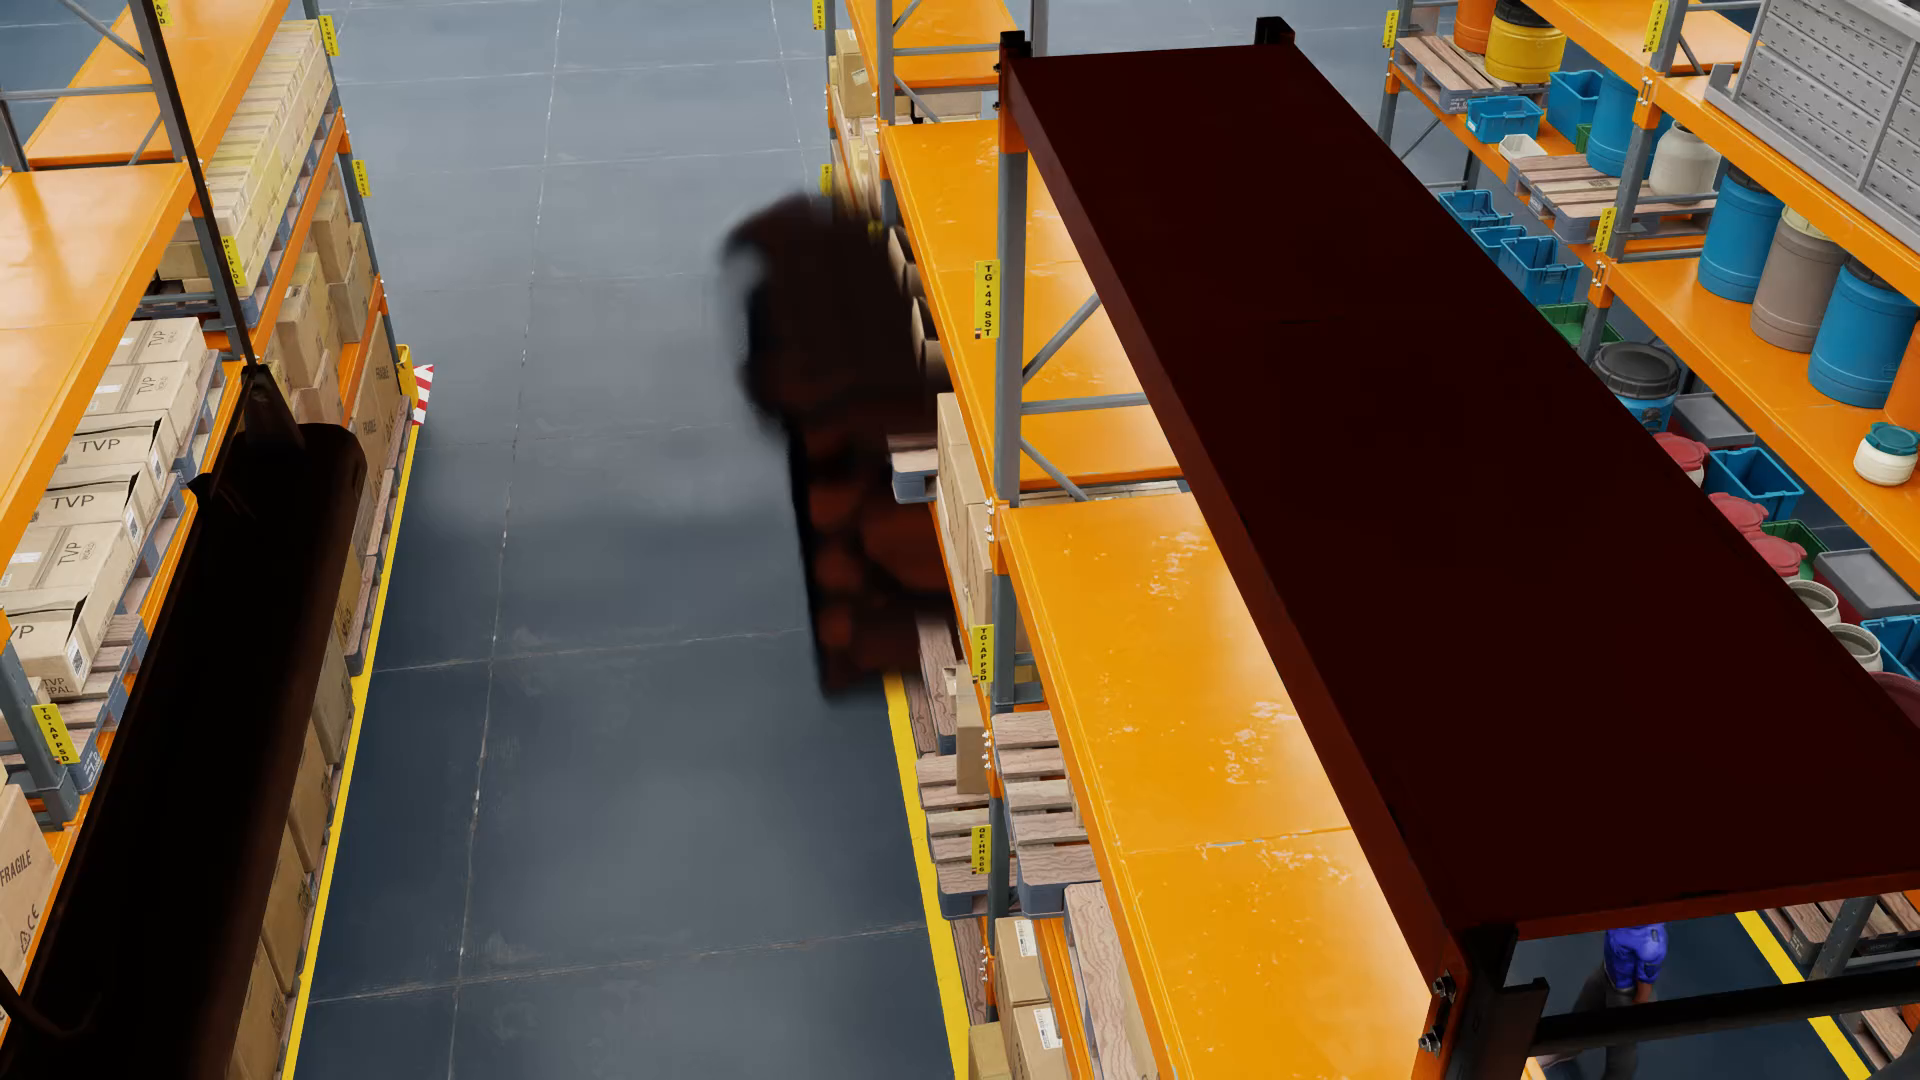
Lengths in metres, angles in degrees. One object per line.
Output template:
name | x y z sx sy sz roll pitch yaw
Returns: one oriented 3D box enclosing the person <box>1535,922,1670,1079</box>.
person | 3.454 2.389 8.818 0.500 1.681 0.489 1 36 2
